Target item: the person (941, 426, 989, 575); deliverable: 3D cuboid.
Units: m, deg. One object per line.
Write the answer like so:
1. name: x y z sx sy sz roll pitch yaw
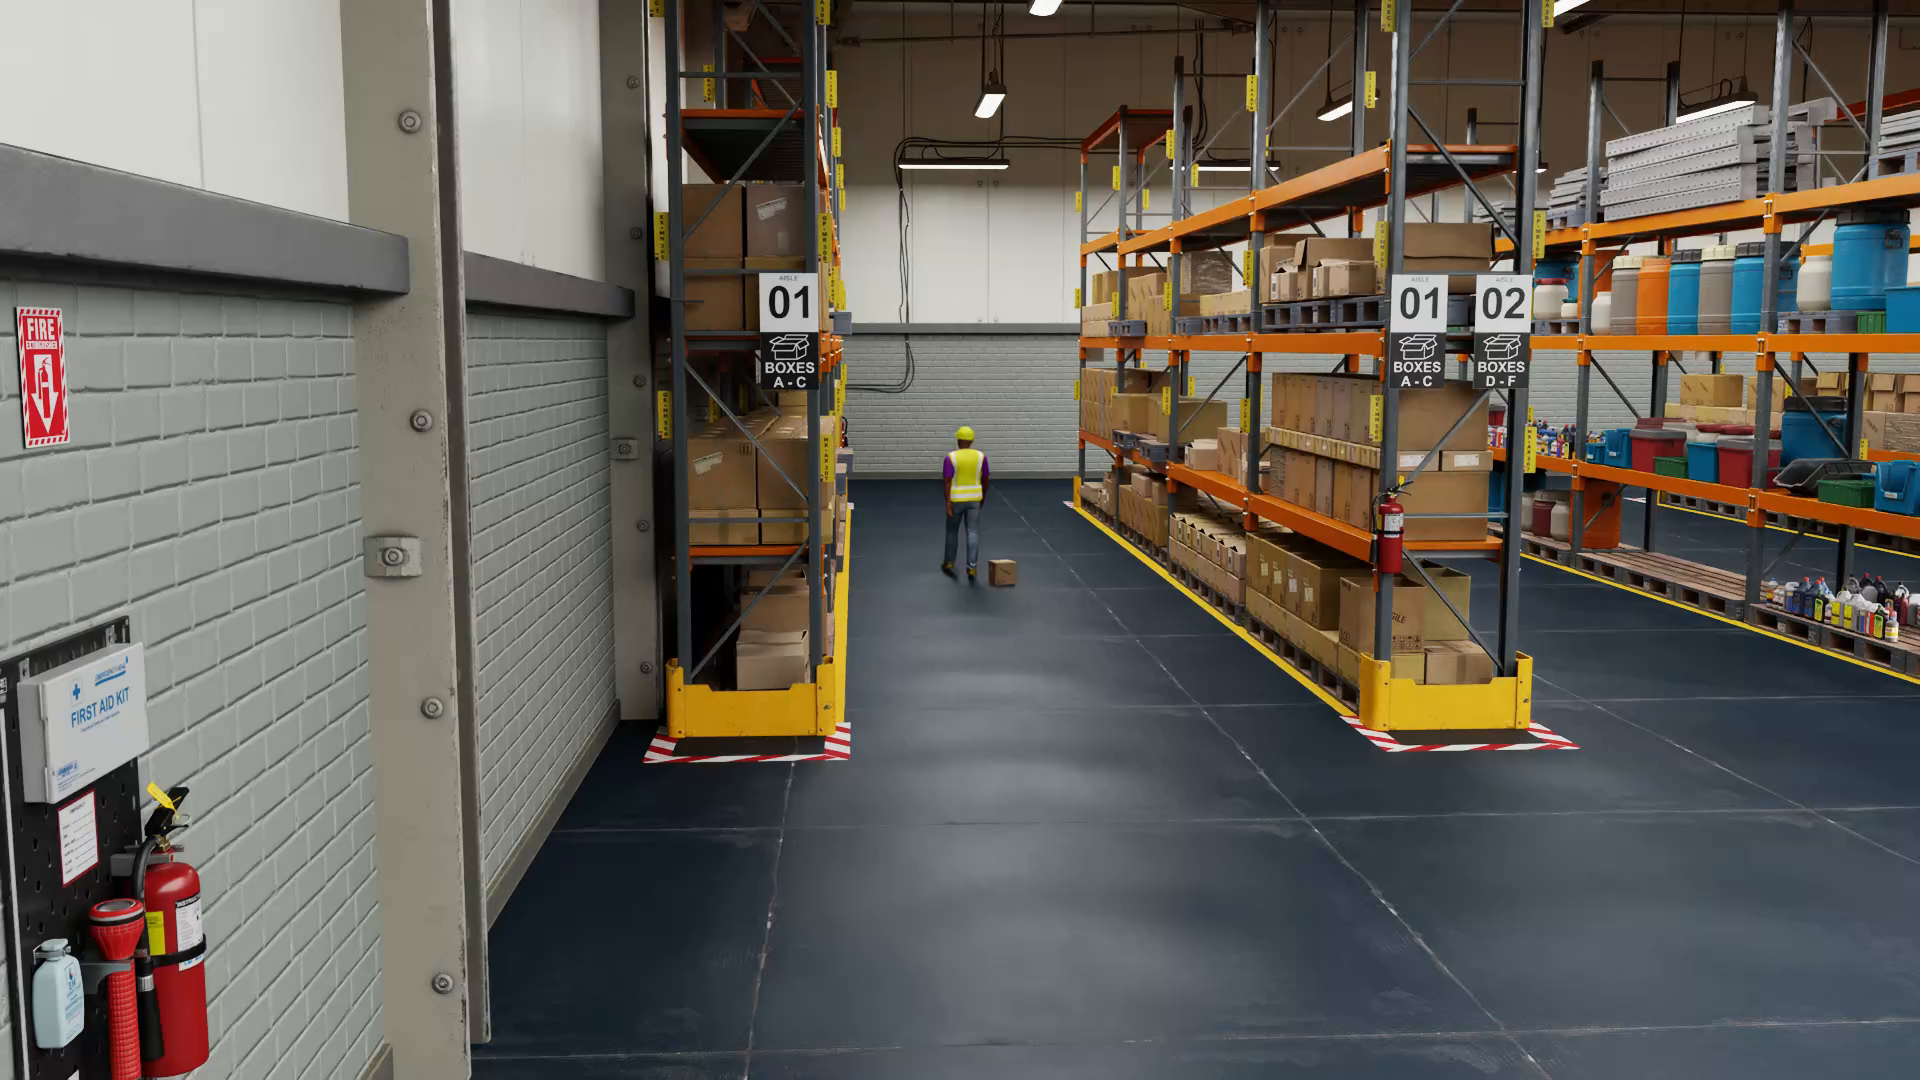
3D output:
1. person: 0.047 -0.488 19.581 0.572 1.714 0.981 -1 7 -9
